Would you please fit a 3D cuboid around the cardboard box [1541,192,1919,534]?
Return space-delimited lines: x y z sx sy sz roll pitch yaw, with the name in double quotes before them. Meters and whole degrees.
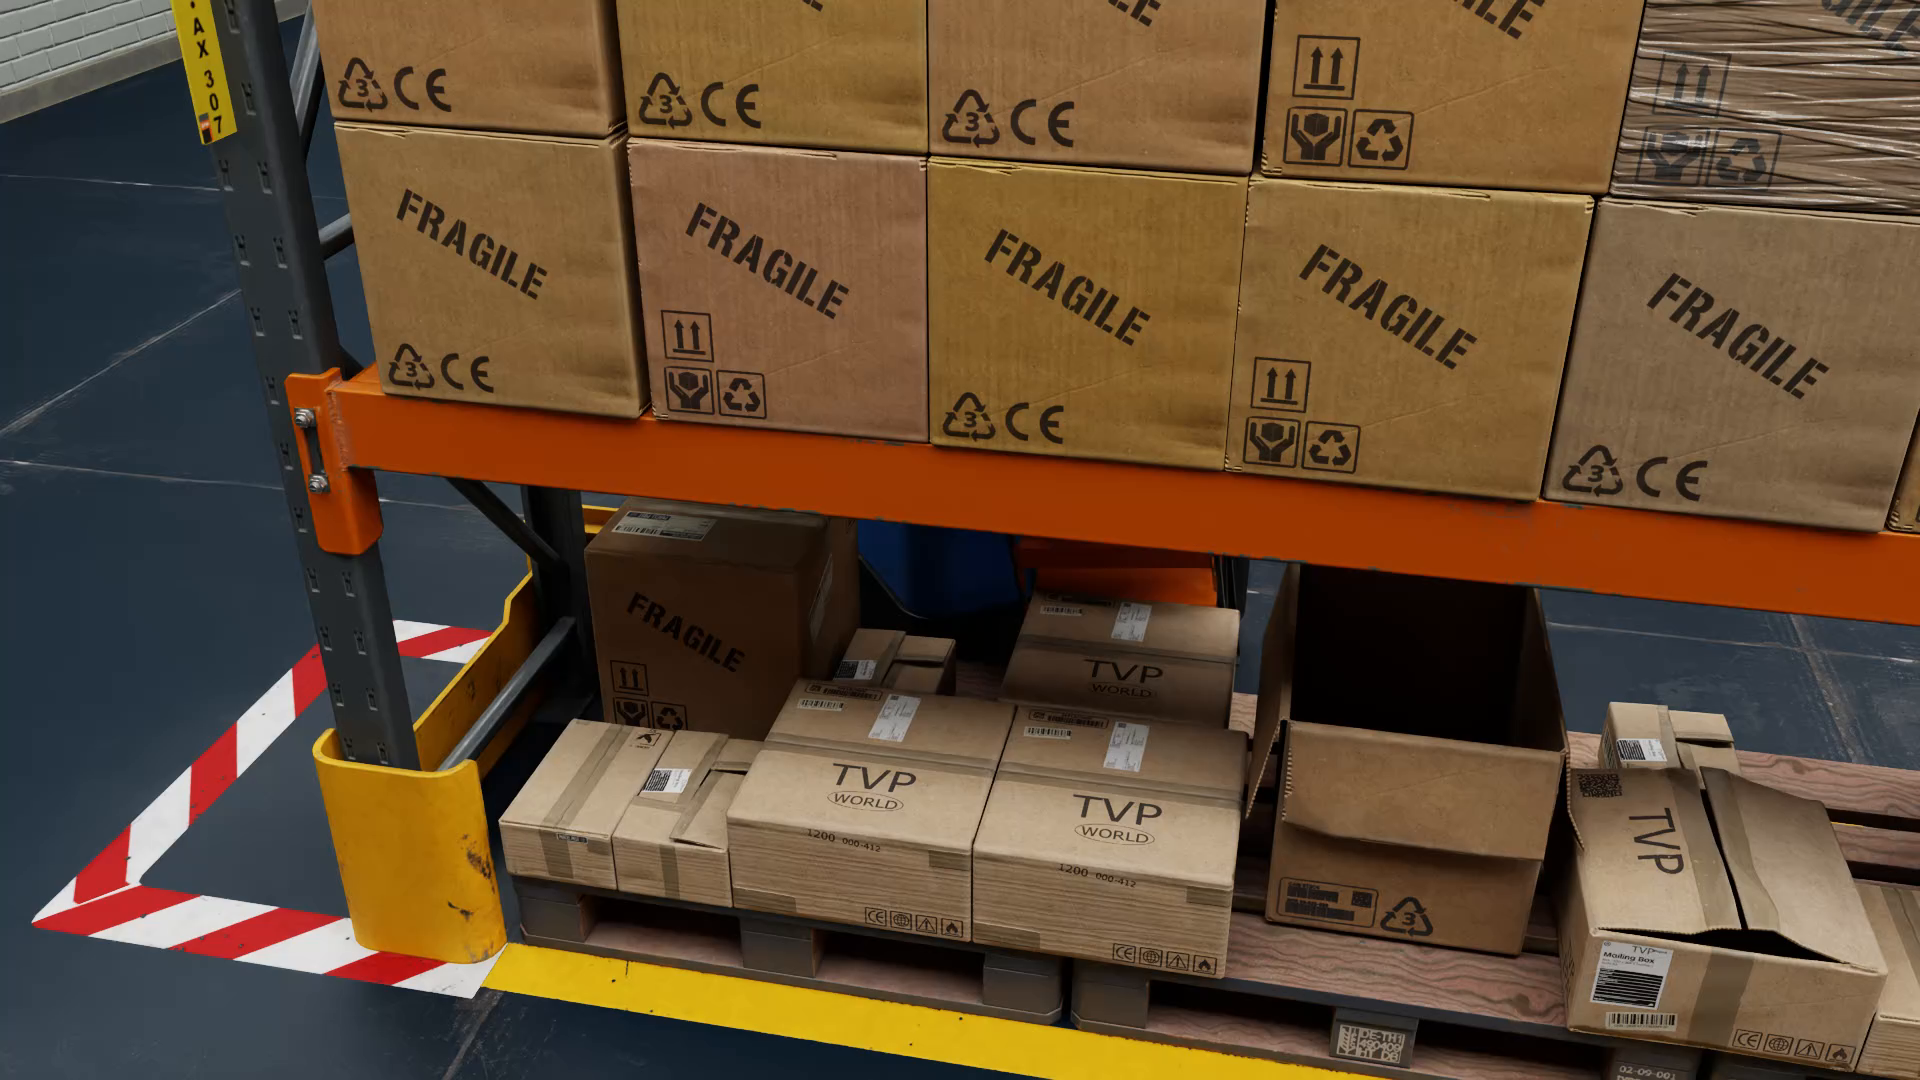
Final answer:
"cardboard box" 1.231 -0.369 2.697 0.500 0.500 0.500 7 29 12

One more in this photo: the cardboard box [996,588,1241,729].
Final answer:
"cardboard box" 0.375 0.366 3.863 0.500 0.250 0.500 6 29 11

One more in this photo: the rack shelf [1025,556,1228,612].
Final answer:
"rack shelf" 0.427 0.133 4.199 0.480 0.148 0.258 0 42 14

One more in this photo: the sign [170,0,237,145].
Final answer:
"sign" -1.245 -0.820 2.723 0.005 0.325 0.100 6 29 11

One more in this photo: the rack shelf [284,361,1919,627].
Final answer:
"rack shelf" 0.824 -0.179 3.203 4.000 0.370 1.077 6 29 11

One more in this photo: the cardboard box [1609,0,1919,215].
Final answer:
"cardboard box" 1.237 -0.807 2.454 0.500 0.500 0.500 6 29 11

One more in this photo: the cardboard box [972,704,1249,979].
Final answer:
"cardboard box" 0.319 0.606 3.425 0.500 0.250 0.500 6 29 11

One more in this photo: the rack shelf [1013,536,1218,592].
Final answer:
"rack shelf" 0.393 -0.013 4.070 0.480 0.148 0.258 0 42 14

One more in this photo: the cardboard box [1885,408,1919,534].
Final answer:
"cardboard box" 1.734 -0.319 2.605 0.500 0.500 0.500 7 29 12

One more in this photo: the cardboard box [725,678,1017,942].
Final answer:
"cardboard box" -0.170 0.556 3.517 0.500 0.250 0.500 6 29 11

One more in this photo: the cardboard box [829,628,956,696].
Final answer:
"cardboard box" -0.171 0.376 3.932 0.250 0.166 0.380 6 29 11

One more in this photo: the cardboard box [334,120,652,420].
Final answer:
"cardboard box" -0.753 -0.571 3.065 0.500 0.500 0.500 6 29 12

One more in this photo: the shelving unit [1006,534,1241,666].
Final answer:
"shelving unit" 0.382 -0.063 4.026 0.503 1.200 0.258 0 42 14

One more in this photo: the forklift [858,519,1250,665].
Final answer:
"forklift" -0.257 -1.559 5.045 1.130 2.935 3.031 -12 31 -21

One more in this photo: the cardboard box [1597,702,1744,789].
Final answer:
"cardboard box" 1.567 0.530 3.651 0.250 0.166 0.380 6 29 11

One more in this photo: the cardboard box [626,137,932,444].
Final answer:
"cardboard box" -0.247 -0.522 2.975 0.500 0.500 0.500 6 29 10

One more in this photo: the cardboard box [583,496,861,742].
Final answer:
"cardboard box" -0.548 0.147 4.003 0.500 0.500 0.500 6 29 11

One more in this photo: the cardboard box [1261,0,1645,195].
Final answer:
"cardboard box" 0.746 -0.858 2.548 0.500 0.500 0.500 6 29 10

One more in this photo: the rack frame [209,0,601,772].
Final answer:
"rack frame" -1.131 -0.695 3.397 0.127 3.000 1.000 6 29 11

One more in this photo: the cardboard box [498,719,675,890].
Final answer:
"cardboard box" -0.794 0.565 3.604 0.250 0.149 0.380 6 29 11

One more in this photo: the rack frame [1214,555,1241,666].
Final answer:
"rack frame" 0.618 -0.064 3.965 0.015 1.200 0.240 0 42 14

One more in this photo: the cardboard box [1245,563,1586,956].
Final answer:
"cardboard box" 0.942 0.422 3.498 0.637 0.503 0.797 6 29 11

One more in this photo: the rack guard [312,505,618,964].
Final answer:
"rack guard" -1.057 0.409 3.983 0.348 0.500 1.175 6 29 11

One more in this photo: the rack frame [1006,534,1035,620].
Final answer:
"rack frame" 0.145 -0.062 4.087 0.015 1.200 0.240 0 42 14

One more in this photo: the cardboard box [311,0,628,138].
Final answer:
"cardboard box" -0.753 -1.010 2.825 0.500 0.500 0.500 7 29 12

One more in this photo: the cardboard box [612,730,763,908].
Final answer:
"cardboard box" -0.549 0.583 3.554 0.250 0.166 0.380 6 29 11

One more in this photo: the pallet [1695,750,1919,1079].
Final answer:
"pallet" 2.109 0.860 3.460 1.213 0.211 1.003 6 29 11

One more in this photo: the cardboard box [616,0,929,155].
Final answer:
"cardboard box" -0.240 -0.961 2.736 0.500 0.500 0.500 6 29 11

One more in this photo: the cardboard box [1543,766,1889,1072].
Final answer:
"cardboard box" 1.430 0.693 3.202 0.500 0.311 0.500 6 29 11

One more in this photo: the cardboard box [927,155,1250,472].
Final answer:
"cardboard box" 0.243 -0.470 2.881 0.500 0.500 0.500 6 29 10

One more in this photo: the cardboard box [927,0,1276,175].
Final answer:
"cardboard box" 0.249 -0.908 2.640 0.500 0.500 0.500 6 29 11

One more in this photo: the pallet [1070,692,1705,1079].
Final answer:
"pallet" 0.912 0.738 3.682 1.213 0.211 1.003 6 29 11

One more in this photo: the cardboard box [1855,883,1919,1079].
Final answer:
"cardboard box" 1.785 0.830 3.121 0.250 0.149 0.380 6 29 11

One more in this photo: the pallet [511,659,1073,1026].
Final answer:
"pallet" -0.277 0.615 3.907 1.213 0.211 1.003 6 29 11

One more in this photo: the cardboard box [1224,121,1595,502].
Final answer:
"cardboard box" 0.732 -0.419 2.788 0.500 0.500 0.500 6 29 11
